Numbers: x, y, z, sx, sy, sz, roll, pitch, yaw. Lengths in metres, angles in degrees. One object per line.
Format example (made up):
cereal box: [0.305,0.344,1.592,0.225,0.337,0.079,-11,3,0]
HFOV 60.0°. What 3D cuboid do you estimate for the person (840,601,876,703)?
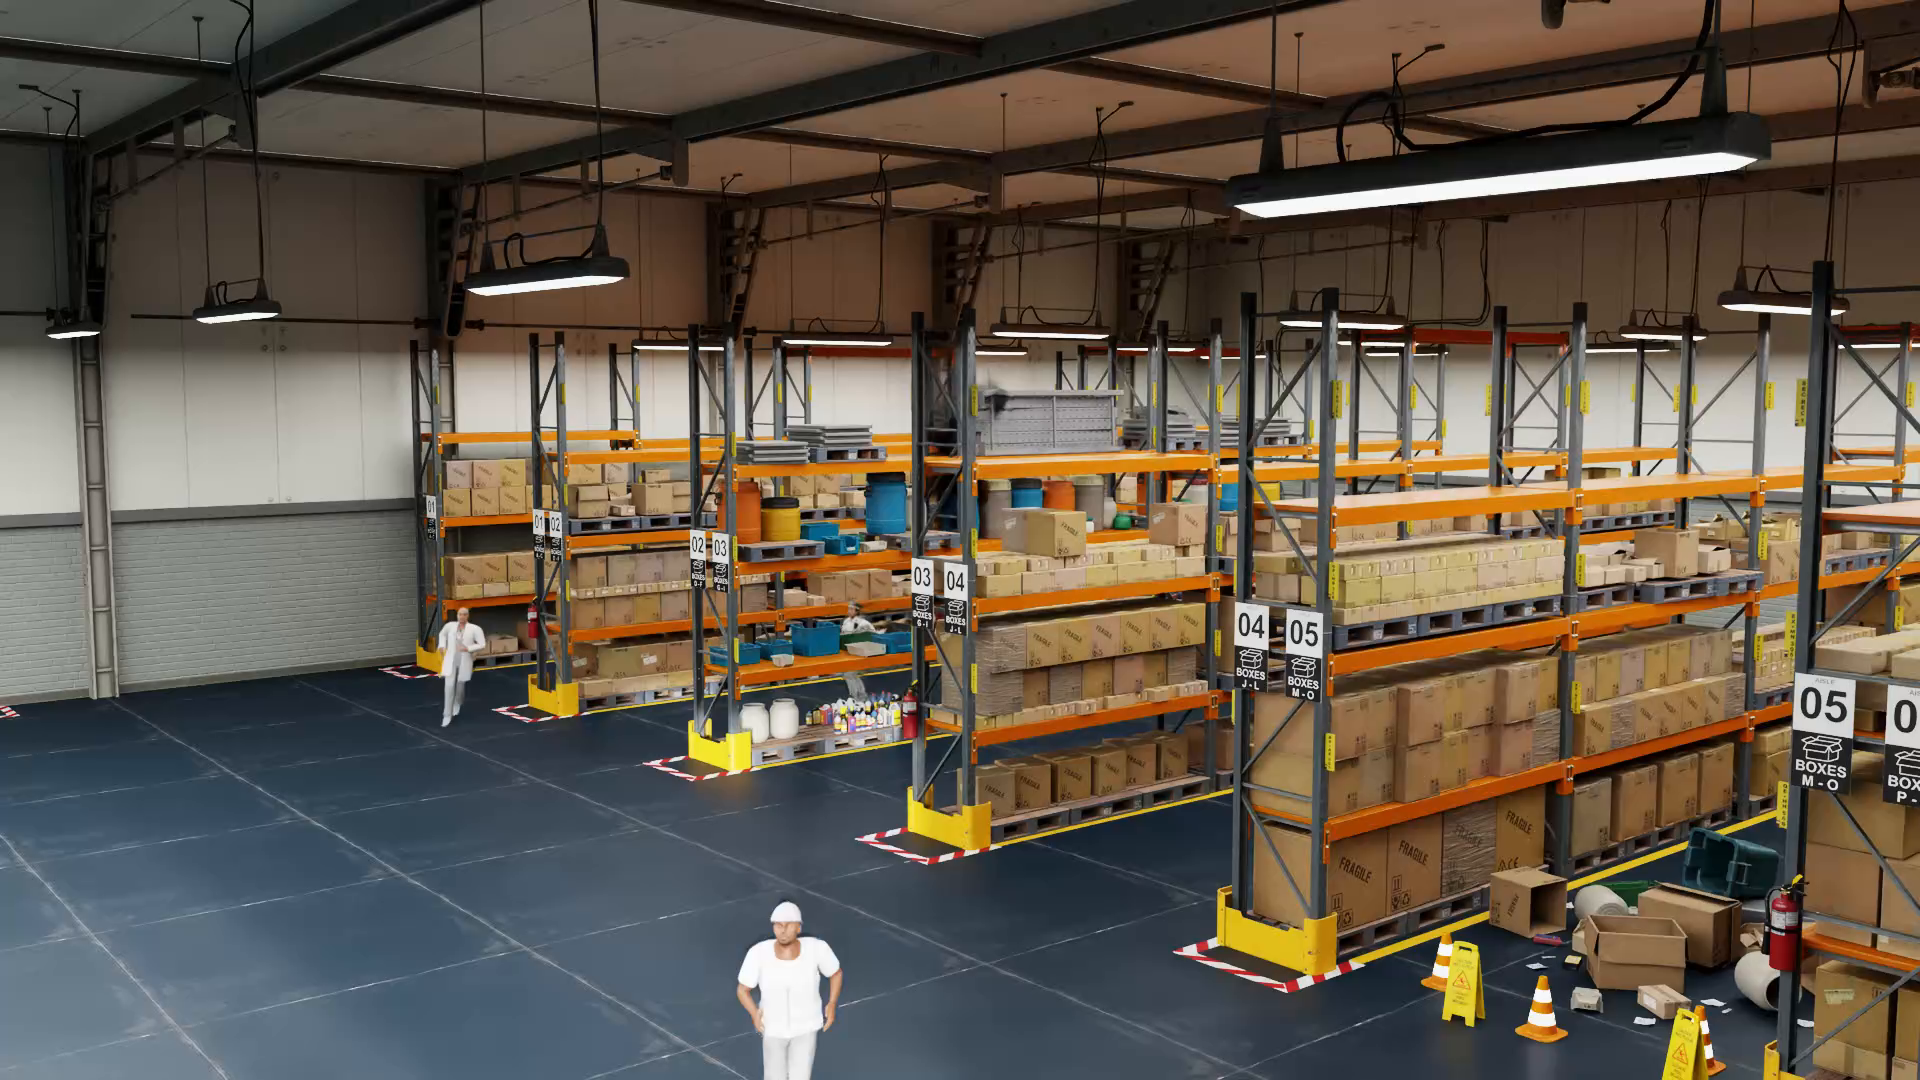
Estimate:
person: [-1.691,1.818,26.324,0.592,1.734,0.684,5,7,45]

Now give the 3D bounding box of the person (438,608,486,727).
person: [-7.697,1.923,25.712,0.732,1.781,0.995,-1,5,-8]

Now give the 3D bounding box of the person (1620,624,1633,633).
person: [9.848,2.063,24.773,0.560,1.615,0.576,4,7,39]

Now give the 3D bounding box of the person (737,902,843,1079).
person: [-1.139,3.273,11.172,0.708,1.760,0.862,0,5,-4]
